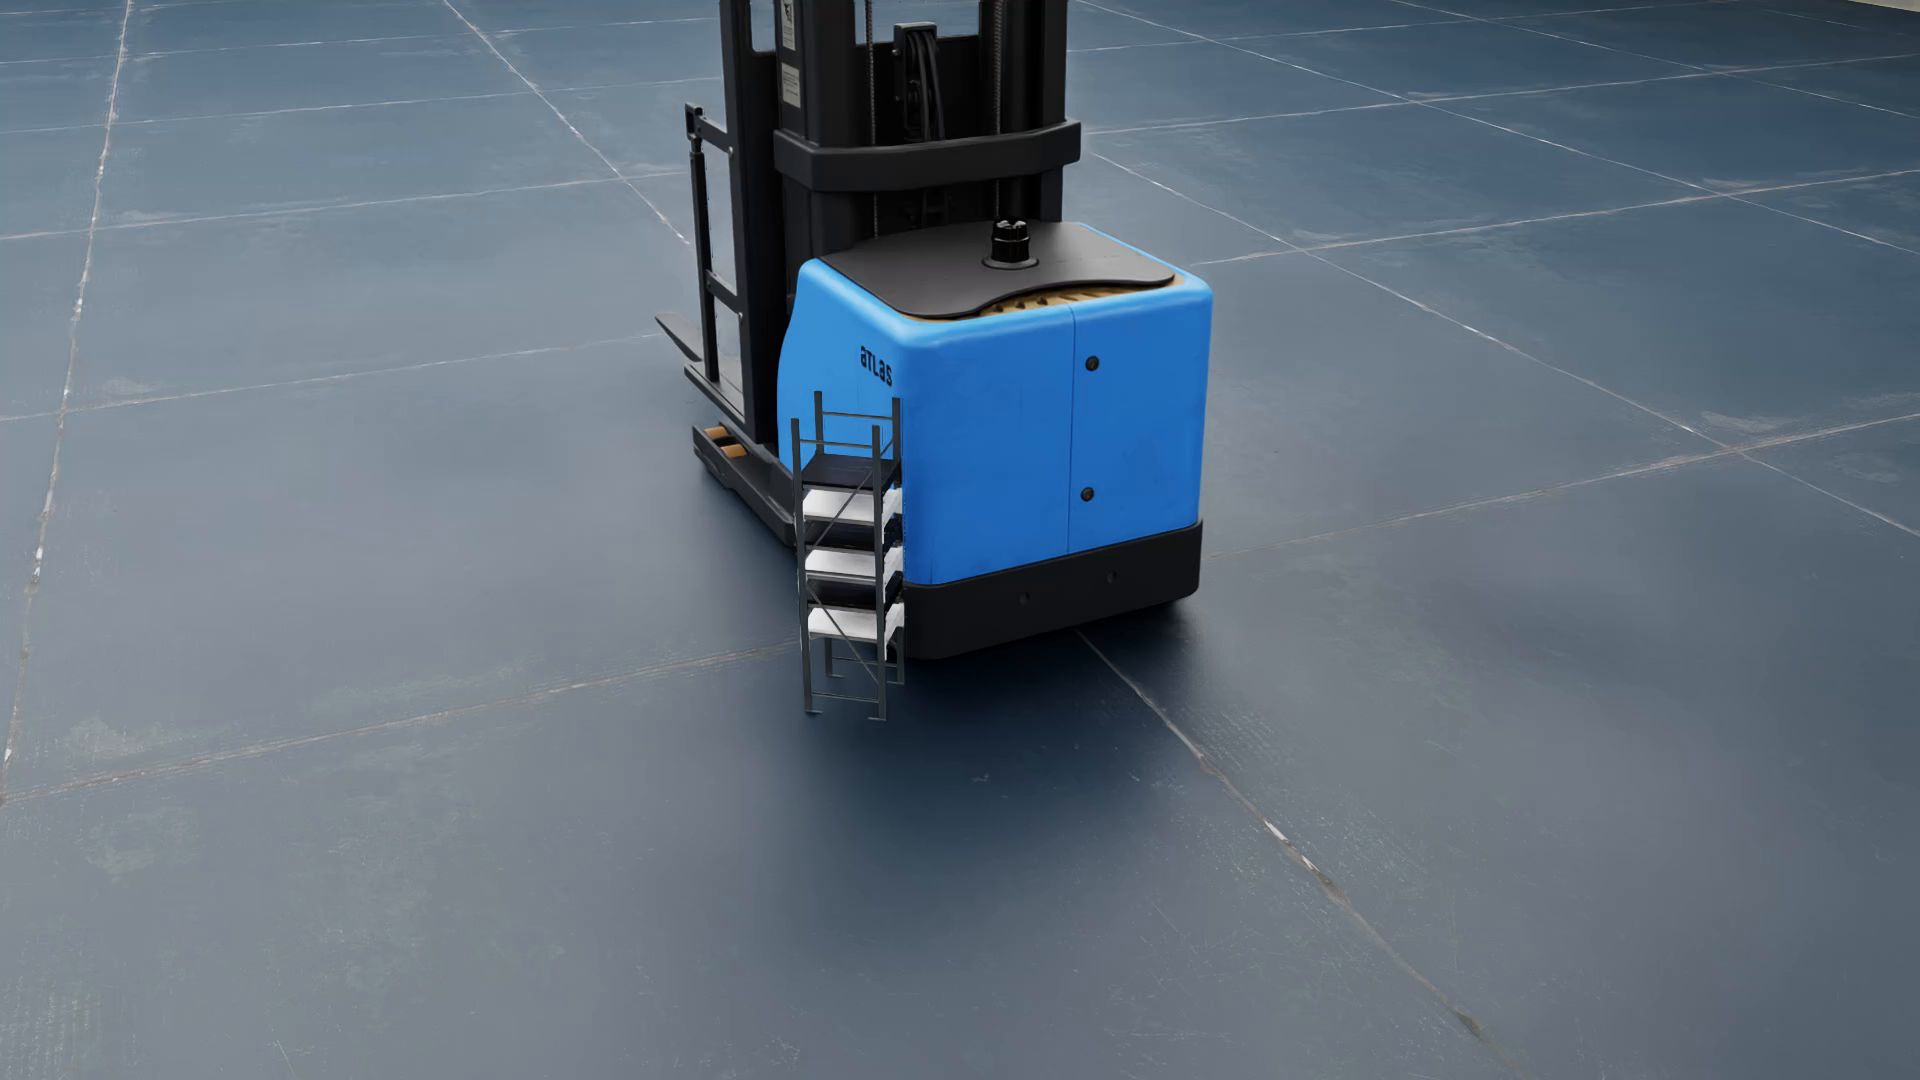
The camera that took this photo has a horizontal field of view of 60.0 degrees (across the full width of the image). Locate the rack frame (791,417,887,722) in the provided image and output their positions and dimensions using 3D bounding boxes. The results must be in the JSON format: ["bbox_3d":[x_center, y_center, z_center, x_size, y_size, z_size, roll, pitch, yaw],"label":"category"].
[{"bbox_3d":[-0.325,0.096,4.527,0.240,0.900,0.006,6,27,12],"label":"rack frame"}]

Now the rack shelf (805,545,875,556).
[{"bbox_3d":[-0.303,-0.012,4.585,0.199,0.015,0.184,6,27,12],"label":"rack shelf"}]

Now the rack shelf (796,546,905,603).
[{"bbox_3d":[-0.303,0.083,4.631,0.258,0.077,0.200,6,27,12],"label":"rack shelf"}]

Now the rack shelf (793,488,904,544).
[{"bbox_3d":[-0.303,-0.079,4.552,0.258,0.077,0.200,6,27,12],"label":"rack shelf"}]

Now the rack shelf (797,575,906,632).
[{"bbox_3d":[-0.303,0.164,4.670,0.258,0.077,0.200,6,27,12],"label":"rack shelf"}]

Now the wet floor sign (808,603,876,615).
[{"bbox_3d":[-4.266,2.033,0.850,8.611,0.644,8.304,-1,26,-3],"label":"wet floor sign"}]

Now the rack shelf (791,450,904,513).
[{"bbox_3d":[-0.303,-0.160,4.512,0.258,0.077,0.200,6,27,12],"label":"rack shelf"}]

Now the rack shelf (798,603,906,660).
[{"bbox_3d":[-0.303,0.244,4.710,0.258,0.077,0.200,6,27,12],"label":"rack shelf"}]

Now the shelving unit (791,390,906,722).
[{"bbox_3d":[-0.303,0.053,4.616,0.258,0.900,0.210,6,27,12],"label":"shelving unit"}]

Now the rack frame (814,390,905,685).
[{"bbox_3d":[-0.280,0.009,4.705,0.240,0.900,0.006,6,27,12],"label":"rack frame"}]

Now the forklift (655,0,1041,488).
[{"bbox_3d":[-0.372,-1.572,5.702,1.118,2.867,2.937,-12,29,-24],"label":"forklift"}]
